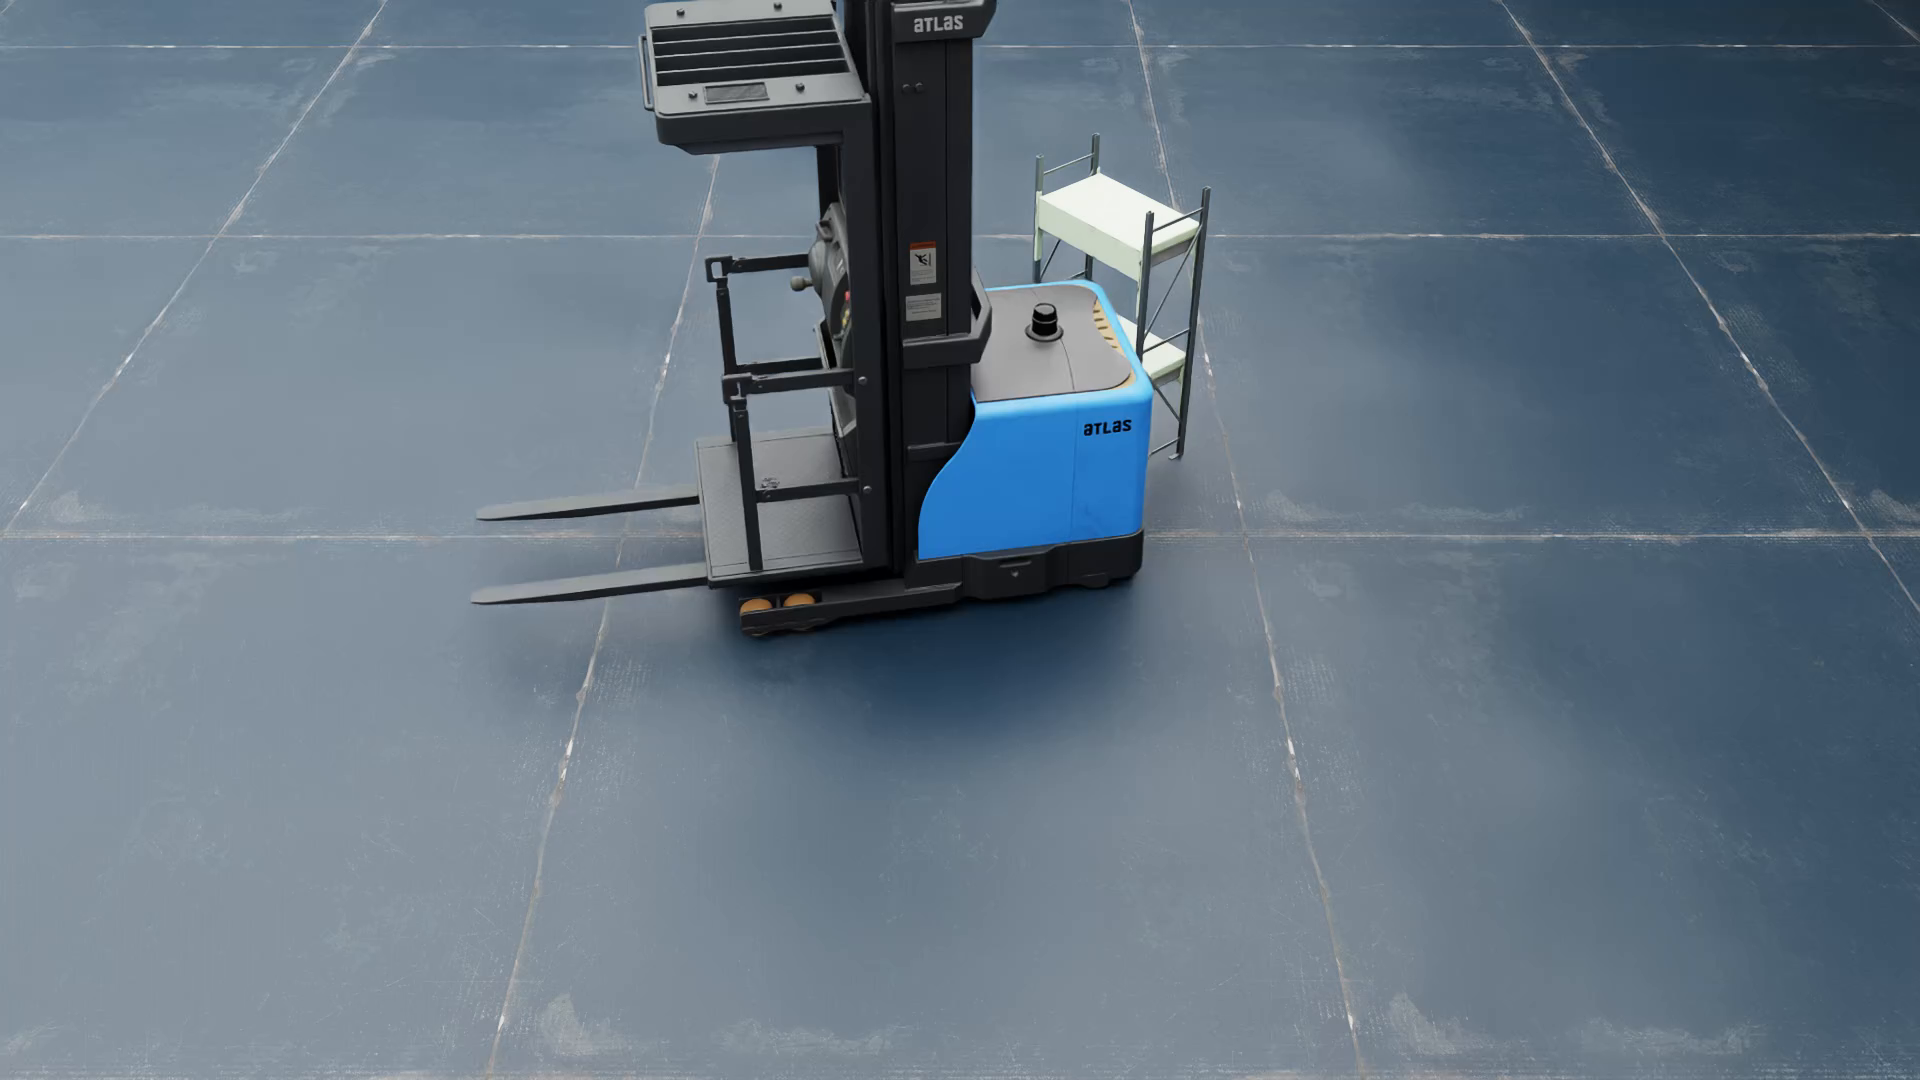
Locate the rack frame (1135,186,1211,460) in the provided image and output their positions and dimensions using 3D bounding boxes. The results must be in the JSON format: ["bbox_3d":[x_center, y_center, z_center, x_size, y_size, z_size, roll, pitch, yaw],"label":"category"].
[{"bbox_3d":[0.989,-0.953,7.985,0.400,1.500,0.023,-28,46,-30],"label":"rack frame"}]

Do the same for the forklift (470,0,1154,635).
[{"bbox_3d":[-0.722,-1.075,6.993,3.031,2.935,1.130,-7,39,-8],"label":"forklift"}]

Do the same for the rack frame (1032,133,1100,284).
[{"bbox_3d":[0.519,-1.303,8.423,0.400,1.500,0.023,-28,46,-30],"label":"rack frame"}]

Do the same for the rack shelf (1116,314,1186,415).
[{"bbox_3d":[0.754,-0.874,8.408,0.431,0.370,0.720,-28,46,-30],"label":"rack shelf"}]

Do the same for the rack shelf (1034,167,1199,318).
[{"bbox_3d":[0.754,-1.433,7.960,0.431,0.370,0.720,-28,46,-30],"label":"rack shelf"}]

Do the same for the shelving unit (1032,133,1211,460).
[{"bbox_3d":[0.754,-1.128,8.204,0.431,1.500,0.755,-28,46,-30],"label":"shelving unit"}]
